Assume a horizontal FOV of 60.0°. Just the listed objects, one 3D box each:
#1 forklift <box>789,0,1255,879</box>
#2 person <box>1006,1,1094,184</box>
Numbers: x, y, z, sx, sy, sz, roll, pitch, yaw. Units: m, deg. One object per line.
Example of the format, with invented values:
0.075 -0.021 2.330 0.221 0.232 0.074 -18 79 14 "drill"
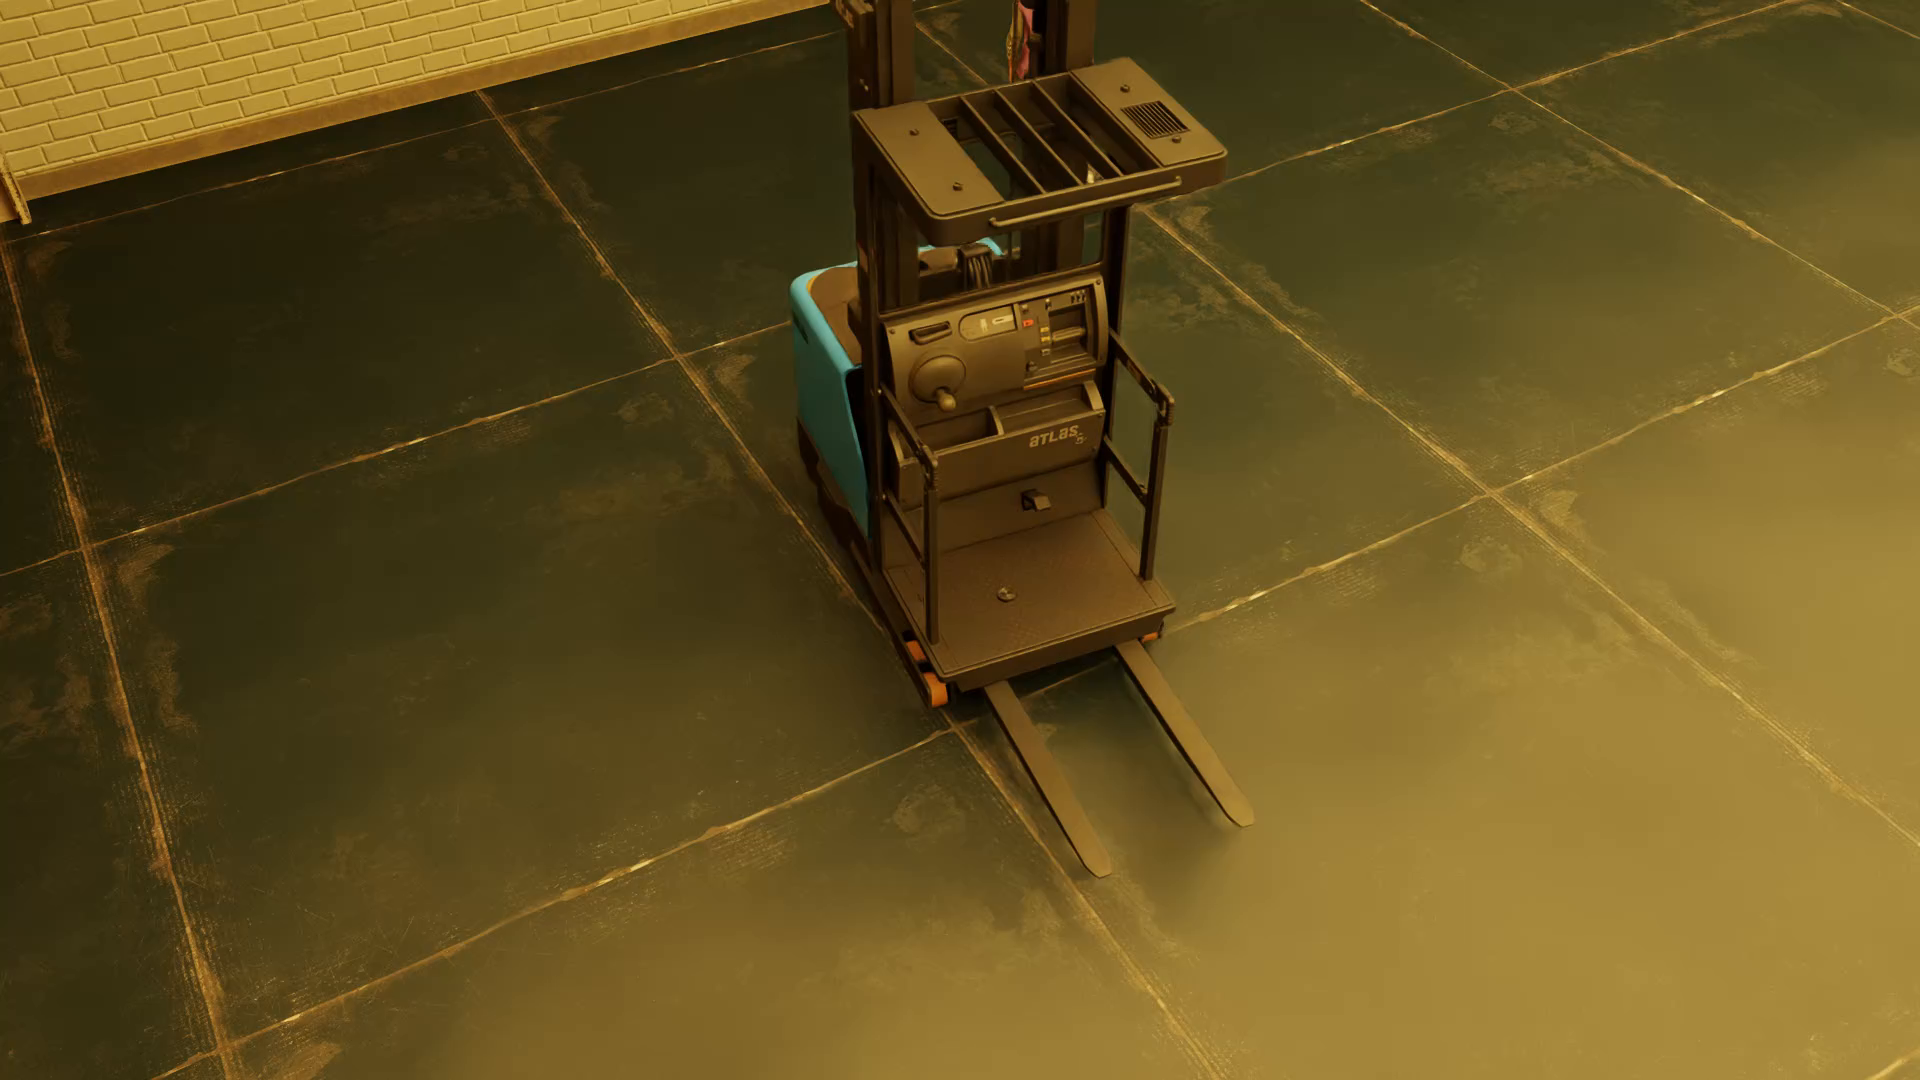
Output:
0.239 -0.693 6.444 1.130 2.935 3.031 -16 45 -16 "forklift"
0.534 -2.698 9.579 0.520 1.597 0.474 8 43 8 "person"
